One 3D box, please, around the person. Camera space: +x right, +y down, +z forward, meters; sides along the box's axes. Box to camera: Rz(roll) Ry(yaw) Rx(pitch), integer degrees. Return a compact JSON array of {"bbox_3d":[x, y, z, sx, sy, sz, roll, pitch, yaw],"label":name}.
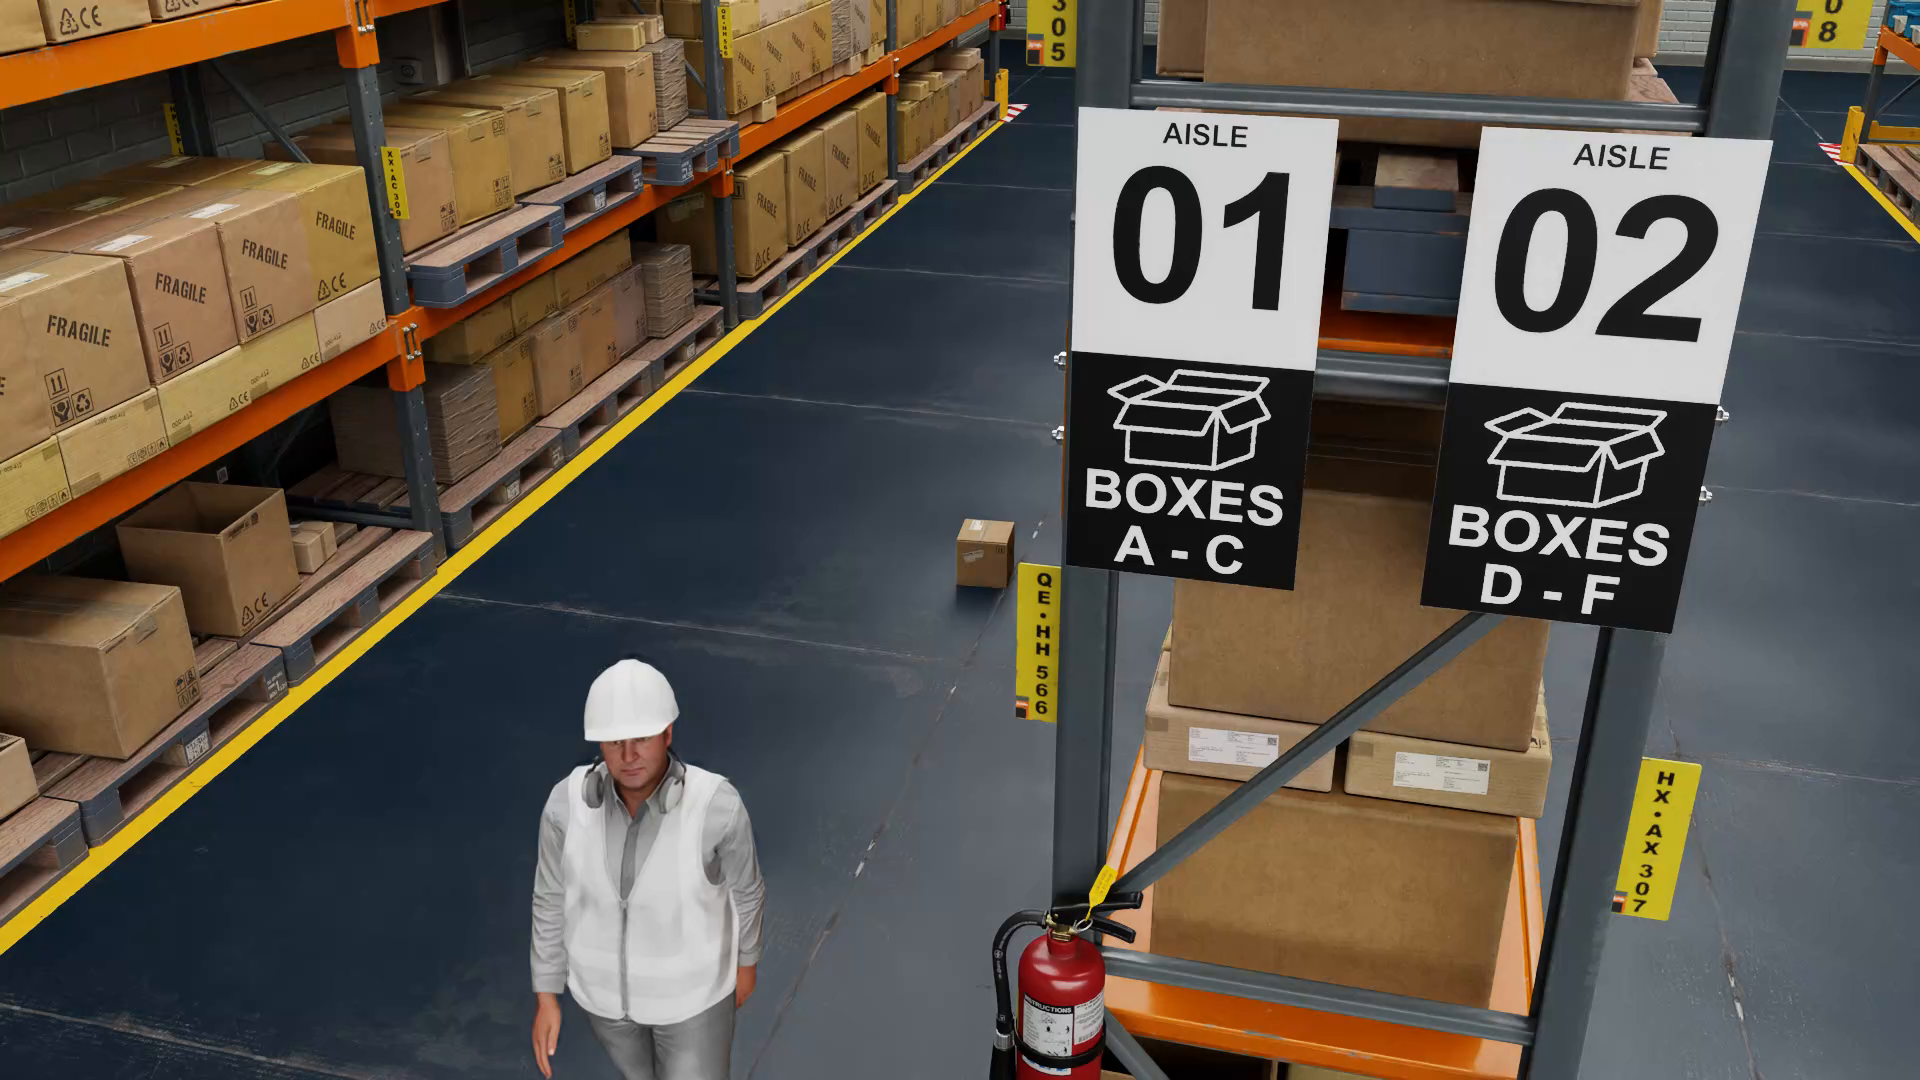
[{"bbox_3d":[-0.791,1.156,4.129,0.538,1.793,0.807,5,26,10],"label":"person"}]
